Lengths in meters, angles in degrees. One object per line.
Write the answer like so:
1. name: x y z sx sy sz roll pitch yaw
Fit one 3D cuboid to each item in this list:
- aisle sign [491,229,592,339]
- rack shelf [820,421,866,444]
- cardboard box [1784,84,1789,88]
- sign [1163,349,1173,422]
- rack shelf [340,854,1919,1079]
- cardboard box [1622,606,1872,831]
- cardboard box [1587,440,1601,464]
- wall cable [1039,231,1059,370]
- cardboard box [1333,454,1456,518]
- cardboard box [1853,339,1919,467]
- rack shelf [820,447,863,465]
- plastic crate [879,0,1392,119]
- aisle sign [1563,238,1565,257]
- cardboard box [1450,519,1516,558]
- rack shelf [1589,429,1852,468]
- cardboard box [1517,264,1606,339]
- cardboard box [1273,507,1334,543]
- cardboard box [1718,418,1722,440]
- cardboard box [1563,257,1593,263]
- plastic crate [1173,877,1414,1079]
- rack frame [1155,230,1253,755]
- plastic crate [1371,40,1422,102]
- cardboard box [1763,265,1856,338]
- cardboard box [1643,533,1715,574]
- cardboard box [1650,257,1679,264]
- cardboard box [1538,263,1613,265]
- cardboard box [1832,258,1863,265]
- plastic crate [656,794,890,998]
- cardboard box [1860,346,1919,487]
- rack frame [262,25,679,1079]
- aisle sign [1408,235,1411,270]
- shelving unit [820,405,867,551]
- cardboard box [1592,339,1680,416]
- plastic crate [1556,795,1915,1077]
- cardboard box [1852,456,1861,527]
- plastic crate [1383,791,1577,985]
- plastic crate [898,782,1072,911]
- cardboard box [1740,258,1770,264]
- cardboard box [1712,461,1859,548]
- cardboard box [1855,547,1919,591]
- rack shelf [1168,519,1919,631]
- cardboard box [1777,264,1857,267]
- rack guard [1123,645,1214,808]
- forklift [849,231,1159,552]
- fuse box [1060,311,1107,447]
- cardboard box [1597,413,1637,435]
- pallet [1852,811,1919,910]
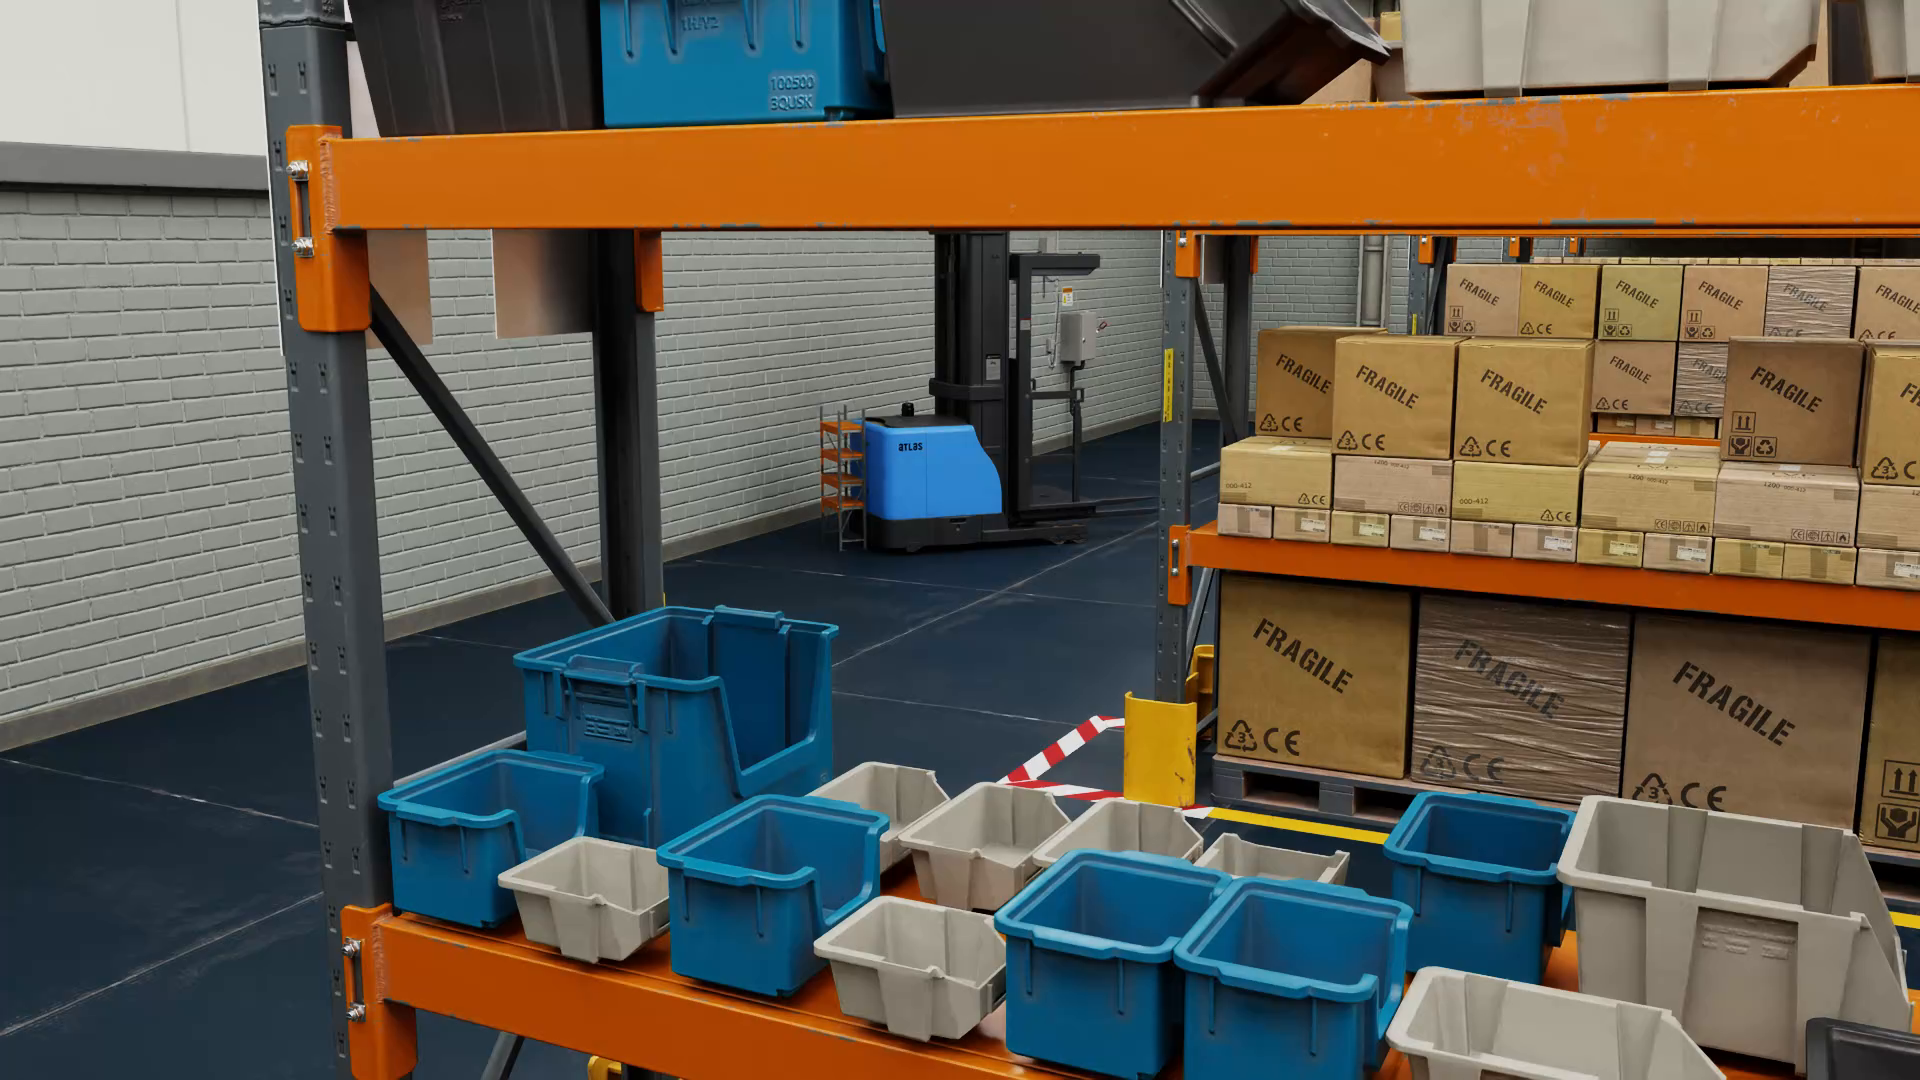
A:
1. aisle sign: -0.934 -0.862 3.769 0.004 0.787 0.394 5 11 26
2. rack shelf: -1.010 -0.931 14.297 0.258 0.148 0.480 -4 11 -22
3. cardboard box: 3.165 -1.946 6.896 0.500 0.500 0.700 6 12 28
4. sign: 0.941 -0.698 7.510 0.005 0.325 0.100 5 11 26
5. rack shelf: 0.794 0.982 2.904 4.000 0.370 1.077 5 11 26
6. cardboard box: 3.416 0.697 7.241 0.875 0.875 0.875 5 11 26
7. cardboard box: 2.655 -0.318 7.649 0.500 0.250 0.500 5 11 24
8. wall cable: 1.127 -3.072 20.427 0.122 1.984 0.588 5 11 26
9. cardboard box: 1.972 -0.273 7.400 0.500 0.250 0.500 5 11 25
10. cardboard box: 4.025 -0.566 6.915 0.500 0.500 0.500 5 11 26
11. rack shelf: -1.010 -0.698 14.339 0.258 0.148 0.480 -4 11 -22
12. plastic crate: 0.249 -0.811 2.541 0.767 0.338 0.504 5 11 26
13. aisle sign: 7.579 -3.934 20.747 0.004 0.787 0.394 5 11 26
14. cardboard box: 2.287 -0.036 7.212 0.250 0.149 0.380 5 11 25
15. rack shelf: 5.271 -0.594 11.607 4.000 0.370 1.077 5 11 26
16. cardboard box: 4.218 -1.676 11.646 0.500 0.500 0.500 5 12 27
17. cardboard box: 1.595 -0.097 7.547 0.250 0.149 0.380 5 11 25
18. cardboard box: 5.271 -0.763 11.230 0.250 0.149 0.380 5 12 27
19. cardboard box: 6.040 -2.683 16.220 0.250 0.149 0.380 5 12 27
20. plastic crate: 0.526 0.722 2.618 0.300 0.233 0.416 5 11 26
21. rack frame: 1.192 -0.321 8.081 0.127 3.000 1.000 5 11 26
22. plastic crate: 0.964 -0.753 2.786 0.530 0.136 0.437 5 11 26
23. cardboard box: 5.605 -1.554 10.970 0.500 0.500 0.500 5 12 27
24. cardboard box: 2.981 0.025 6.877 0.250 0.149 0.380 5 12 27
25. cardboard box: 6.725 -2.614 15.840 0.250 0.149 0.380 5 11 26
26. cardboard box: 4.452 -1.757 12.089 0.500 0.500 0.500 5 11 24
27. cardboard box: 8.105 -2.499 15.204 0.250 0.149 0.380 5 11 25
28. plastic crate: -0.333 0.647 3.035 0.300 0.233 0.416 5 11 26
29. cardboard box: 3.801 -0.481 6.446 0.500 0.500 0.500 5 11 26
30. rack frame: -0.999 0.470 3.711 0.127 3.000 1.000 5 11 26
31. aisle sign: 3.279 -2.342 11.950 0.004 0.787 0.394 5 11 26
32. shelving unit: -1.010 -0.544 14.367 0.258 1.200 0.503 -4 11 -22
33. cardboard box: 4.683 -1.143 11.505 0.500 0.500 0.500 5 11 27
34. plastic crate: 1.300 0.664 2.802 0.530 0.282 0.437 5 11 26
35. cardboard box: 4.030 -0.197 6.983 0.500 0.250 0.500 5 11 26
36. plastic crate: 0.956 0.644 3.052 0.300 0.233 0.416 5 11 26
37. plastic crate: 0.066 0.631 3.394 0.243 0.136 0.396 5 11 26
38. cardboard box: 7.402 -2.550 15.488 0.250 0.149 0.380 5 11 26
39. cardboard box: 3.344 -0.152 6.732 0.500 0.250 0.500 5 12 27
40. cardboard box: 3.669 0.085 6.541 0.250 0.149 0.380 5 12 27
41. rack shelf: 2.986 0.191 7.275 4.000 0.370 1.077 5 11 26
42. cardboard box: 5.858 -1.635 11.419 0.500 0.500 0.500 5 12 27
43. rack guard: 1.171 0.907 8.314 0.348 0.500 1.175 5 11 26
44. forklift: 0.582 -1.485 14.705 3.031 2.935 1.130 -4 11 -22
45. fuse box: 1.570 -2.034 21.166 0.414 1.711 0.539 5 11 26
46. cardboard box: 4.613 -0.837 11.636 0.250 0.149 0.380 5 11 25
47. pallet: 4.132 1.294 6.988 1.213 0.211 1.003 5 11 26
